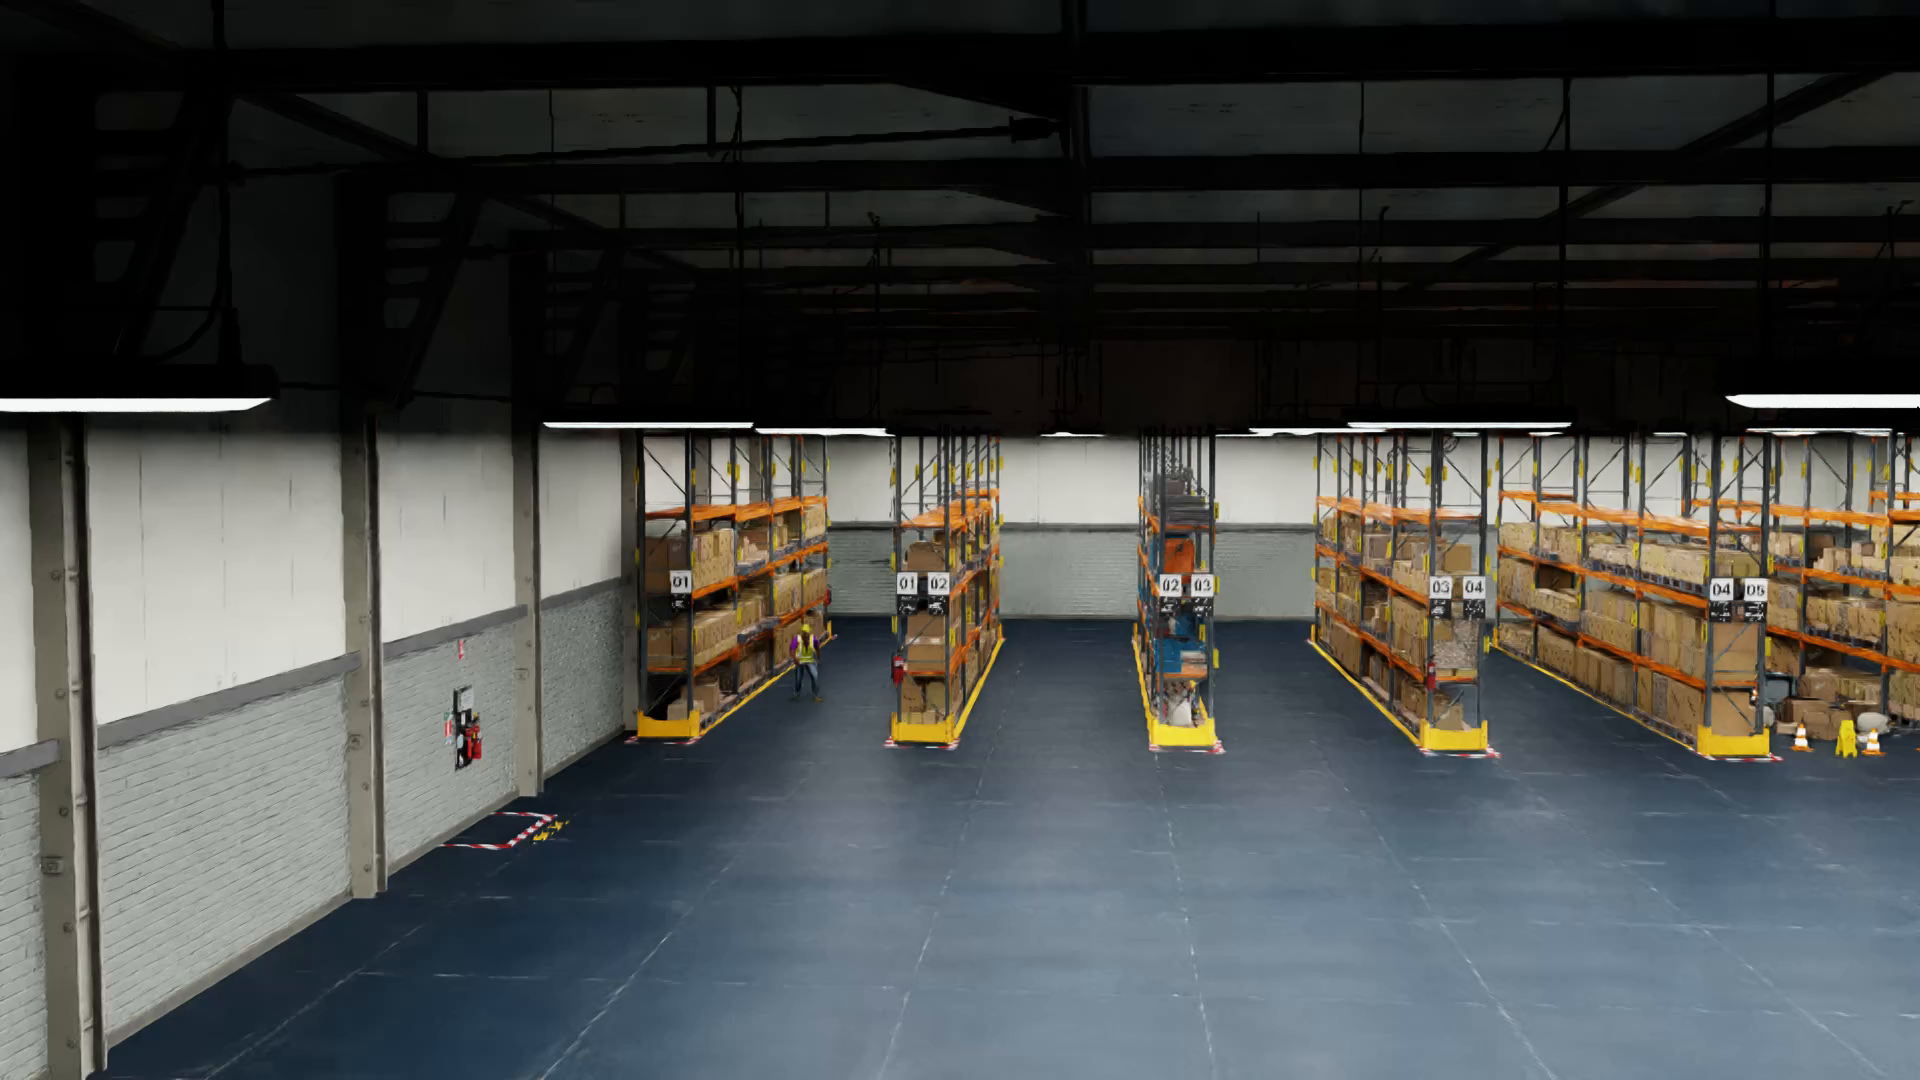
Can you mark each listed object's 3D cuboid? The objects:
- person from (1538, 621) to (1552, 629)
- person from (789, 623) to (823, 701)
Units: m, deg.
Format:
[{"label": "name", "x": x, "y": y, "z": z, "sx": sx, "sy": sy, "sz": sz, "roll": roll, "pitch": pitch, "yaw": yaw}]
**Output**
[{"label": "person", "x": 16.549, "y": 2.043, "z": 47.010, "sx": 0.485, "sy": 1.646, "sz": 0.551, "roll": 0, "pitch": 3, "yaw": -2}, {"label": "person", "x": -3.380, "y": 2.658, "z": 36.319, "sx": 0.708, "sy": 1.702, "sz": 0.843, "roll": -1, "pitch": 4, "yaw": -12}]
